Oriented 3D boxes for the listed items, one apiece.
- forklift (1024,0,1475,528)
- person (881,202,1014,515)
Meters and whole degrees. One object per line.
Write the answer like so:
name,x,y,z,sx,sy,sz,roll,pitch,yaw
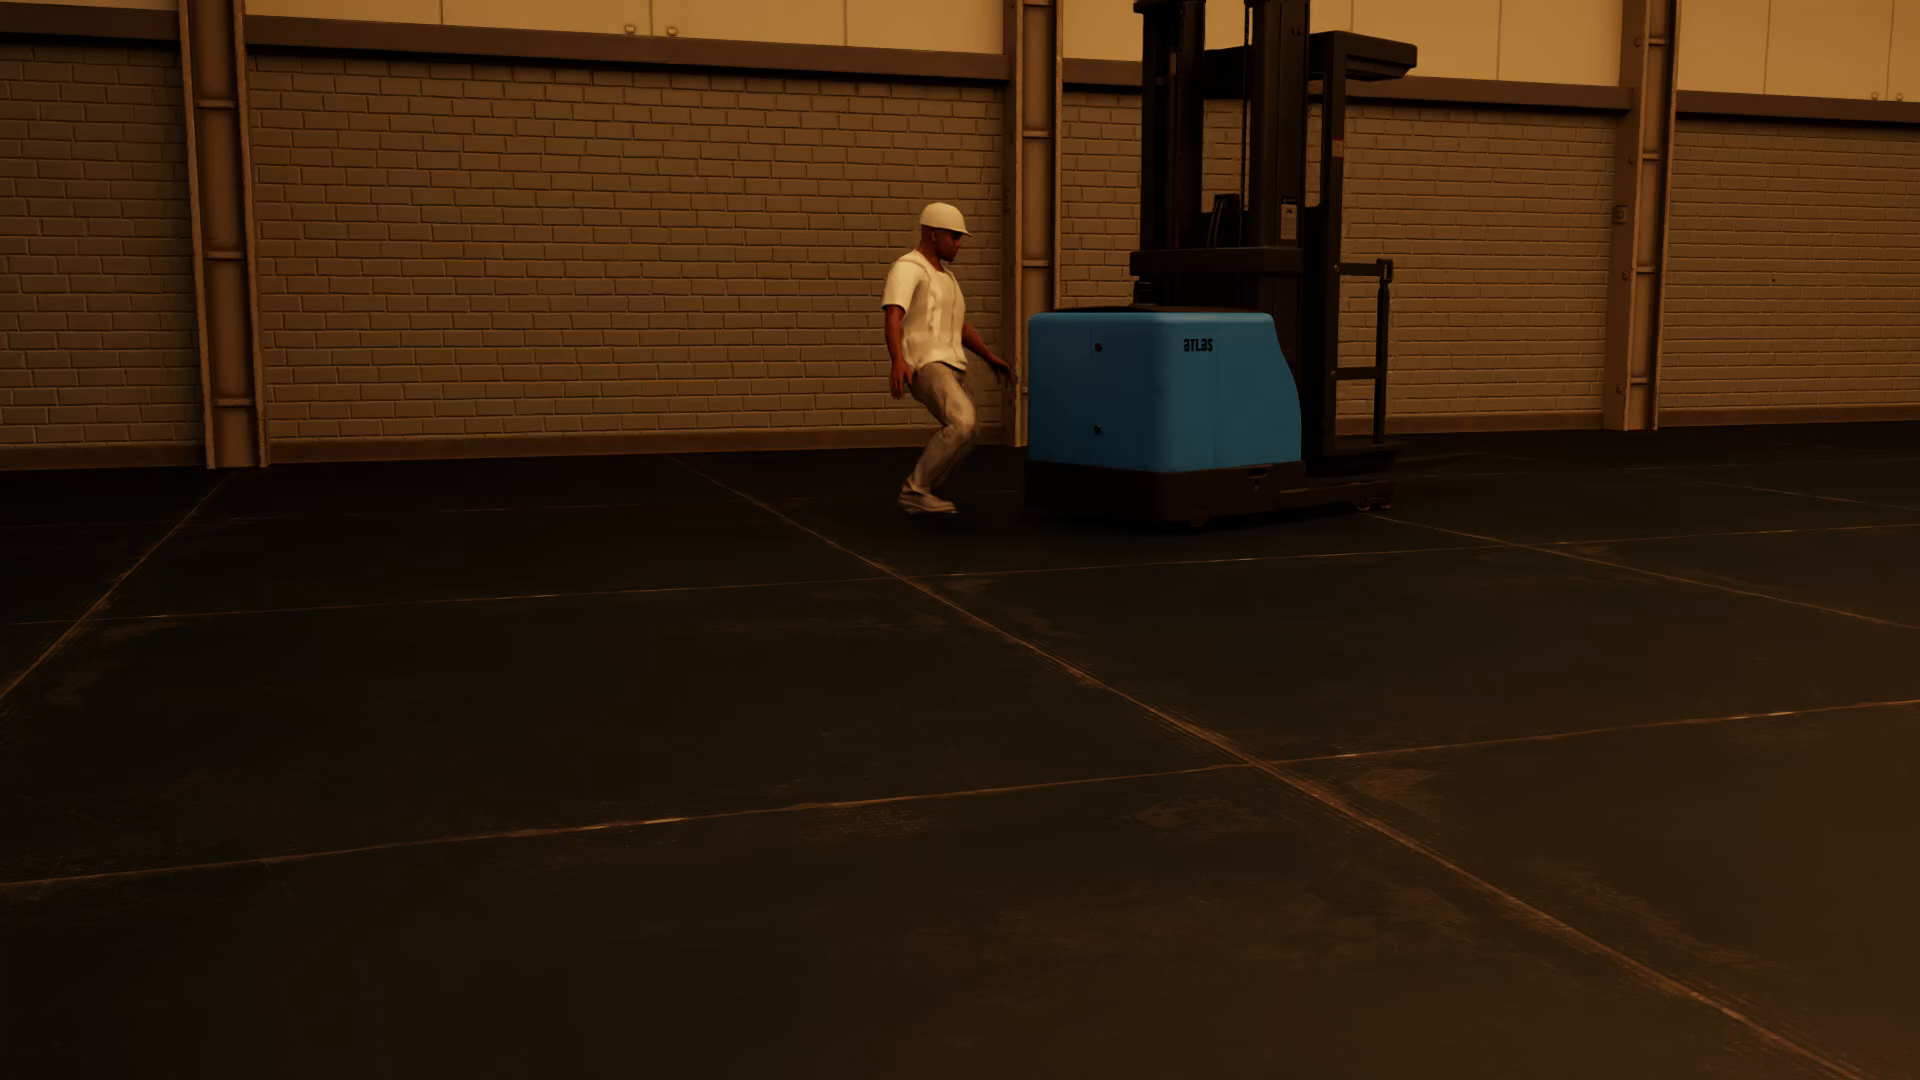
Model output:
forklift,1.775,-1.650,9.177,3.031,2.935,1.130,-7,10,-41
person,-0.096,-0.901,8.545,0.642,1.647,1.004,4,9,25
